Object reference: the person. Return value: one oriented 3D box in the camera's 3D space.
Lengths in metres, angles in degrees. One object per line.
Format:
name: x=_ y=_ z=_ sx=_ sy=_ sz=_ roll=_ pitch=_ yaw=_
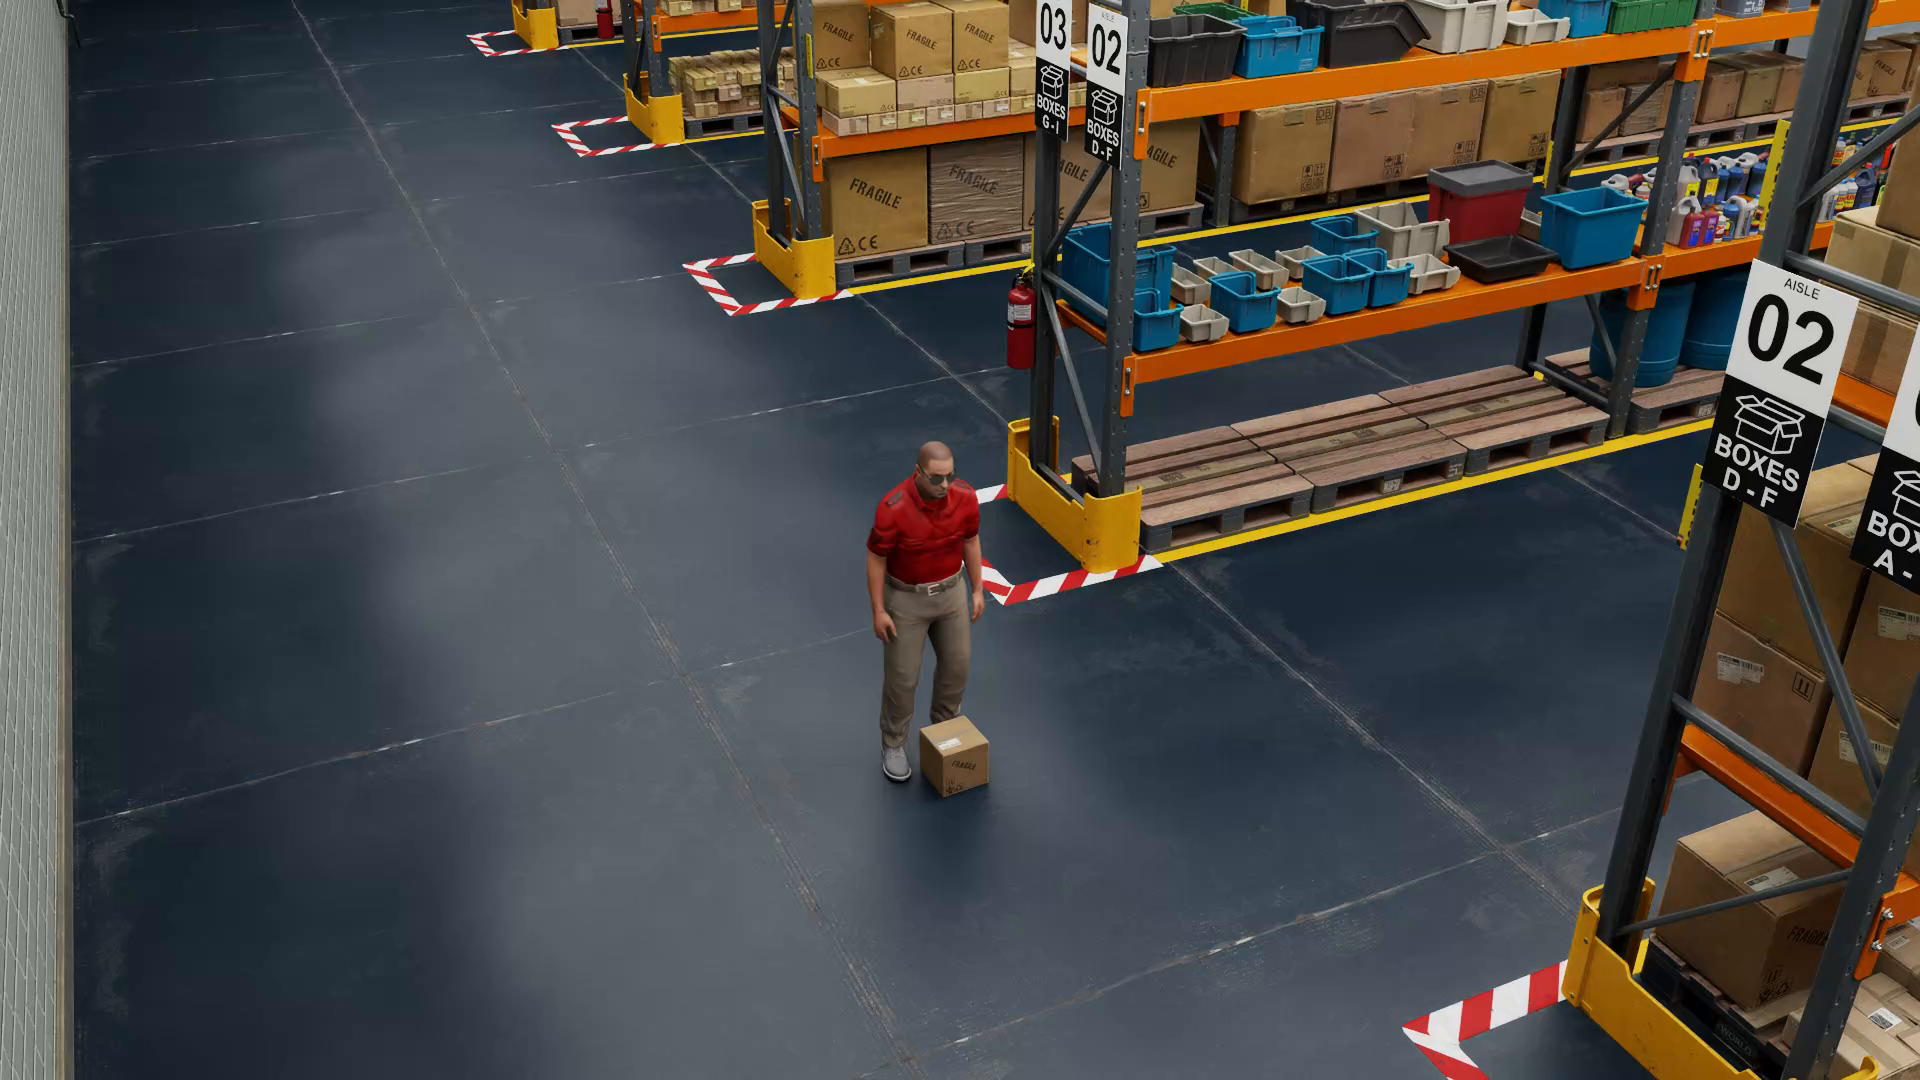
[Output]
person: x=-0.153 y=0.300 z=7.932 sx=0.586 sy=1.727 sz=0.395 roll=-13 pitch=32 yaw=-22
